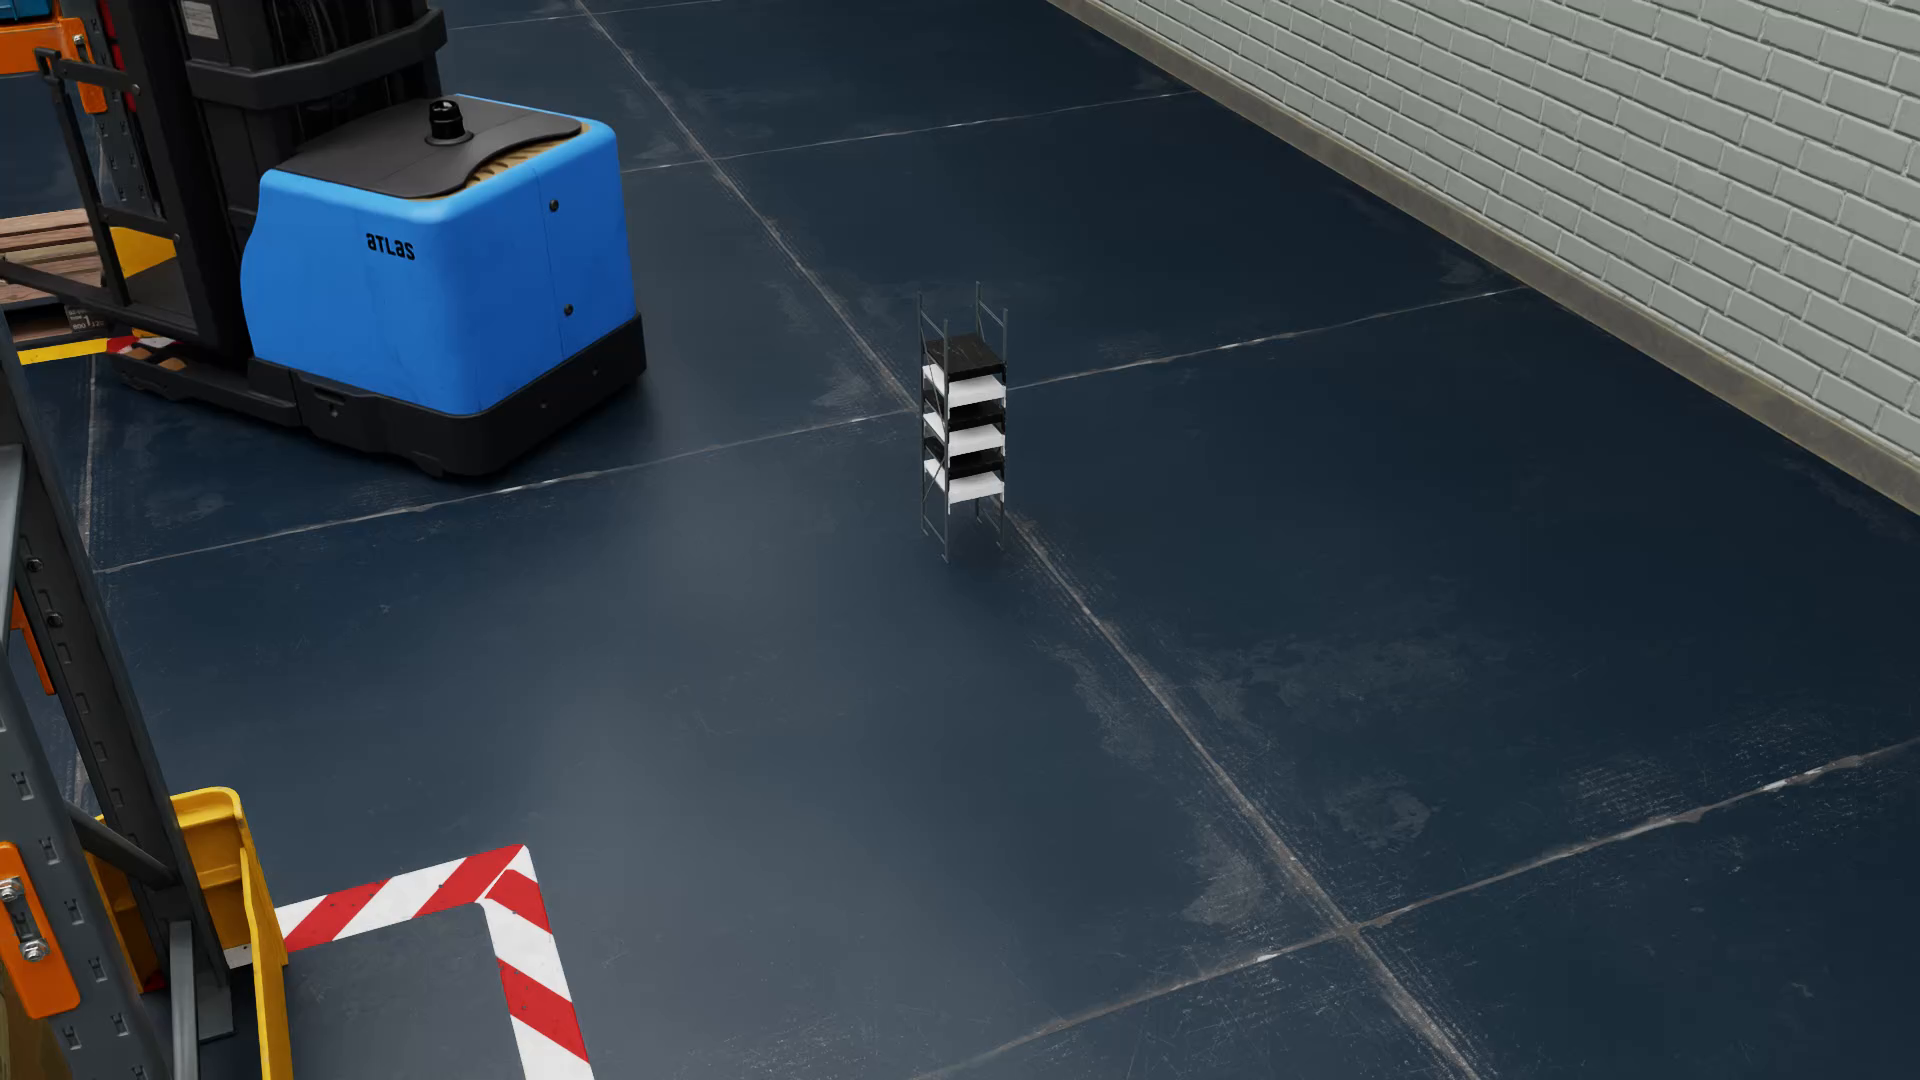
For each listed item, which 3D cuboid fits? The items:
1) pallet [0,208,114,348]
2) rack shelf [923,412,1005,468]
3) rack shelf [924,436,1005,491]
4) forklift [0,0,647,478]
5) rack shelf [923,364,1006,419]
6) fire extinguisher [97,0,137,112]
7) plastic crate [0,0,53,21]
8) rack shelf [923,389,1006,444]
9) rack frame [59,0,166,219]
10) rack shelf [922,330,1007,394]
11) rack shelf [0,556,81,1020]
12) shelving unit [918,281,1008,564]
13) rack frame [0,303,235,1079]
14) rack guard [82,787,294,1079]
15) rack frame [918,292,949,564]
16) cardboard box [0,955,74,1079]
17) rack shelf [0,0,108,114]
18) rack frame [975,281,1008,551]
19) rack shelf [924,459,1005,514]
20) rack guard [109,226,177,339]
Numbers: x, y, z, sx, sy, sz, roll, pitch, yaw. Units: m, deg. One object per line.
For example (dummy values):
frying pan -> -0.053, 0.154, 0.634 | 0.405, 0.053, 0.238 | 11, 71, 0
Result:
pallet -> -4.365, -1.097, 7.243 | 1.213, 0.211, 1.003 | -13, 35, -19
rack shelf -> 0.007, -0.351, 5.525 | 0.200, 0.077, 0.258 | -13, 35, -19
rack shelf -> 0.007, -0.276, 5.574 | 0.200, 0.077, 0.258 | -13, 35, -19
forklift -> -2.805, -2.016, 6.161 | 3.031, 2.935, 1.130 | 16, 36, 23
rack shelf -> 0.007, -0.502, 5.427 | 0.200, 0.077, 0.258 | -13, 35, -19
fire extinguisher -> -3.274, -2.035, 6.541 | 0.183, 0.674, 0.296 | -13, 35, -19
plastic crate -> -3.826, -2.296, 6.441 | 0.499, 0.435, 0.616 | -13, 35, -19
rack shelf -> 0.007, -0.426, 5.476 | 0.200, 0.077, 0.258 | -13, 35, -19
rack frame -> -3.589, -2.421, 6.720 | 0.127, 3.000, 1.000 | -13, 35, -19
rack shelf -> 0.007, -0.577, 5.378 | 0.200, 0.077, 0.258 | -13, 35, -19
rack shelf -> -3.516, 0.794, 2.440 | 4.000, 0.370, 1.077 | -13, 35, -19
shelving unit -> 0.007, -0.379, 5.507 | 0.210, 0.900, 0.258 | -13, 35, -19
rack frame -> -1.672, 0.070, 2.892 | 0.127, 3.000, 1.000 | -13, 35, -19
rack guard -> -1.650, 1.112, 3.582 | 0.348, 0.500, 1.175 | -13, 35, -19
rack frame -> -0.086, -0.357, 5.474 | 0.006, 0.900, 0.240 | -13, 35, -19
cardboard box -> -2.231, 0.960, 3.088 | 0.875, 0.875, 0.875 | -13, 35, -19
rack shelf -> -5.434, -1.697, 6.267 | 4.000, 0.370, 1.077 | -13, 35, -19
rack frame -> 0.101, -0.400, 5.540 | 0.006, 0.900, 0.240 | -13, 35, -19
rack shelf -> 0.007, -0.200, 5.624 | 0.200, 0.077, 0.258 | -13, 35, -19
rack guard -> -3.572, -1.385, 7.420 | 0.348, 0.500, 1.175 | -13, 35, -19
